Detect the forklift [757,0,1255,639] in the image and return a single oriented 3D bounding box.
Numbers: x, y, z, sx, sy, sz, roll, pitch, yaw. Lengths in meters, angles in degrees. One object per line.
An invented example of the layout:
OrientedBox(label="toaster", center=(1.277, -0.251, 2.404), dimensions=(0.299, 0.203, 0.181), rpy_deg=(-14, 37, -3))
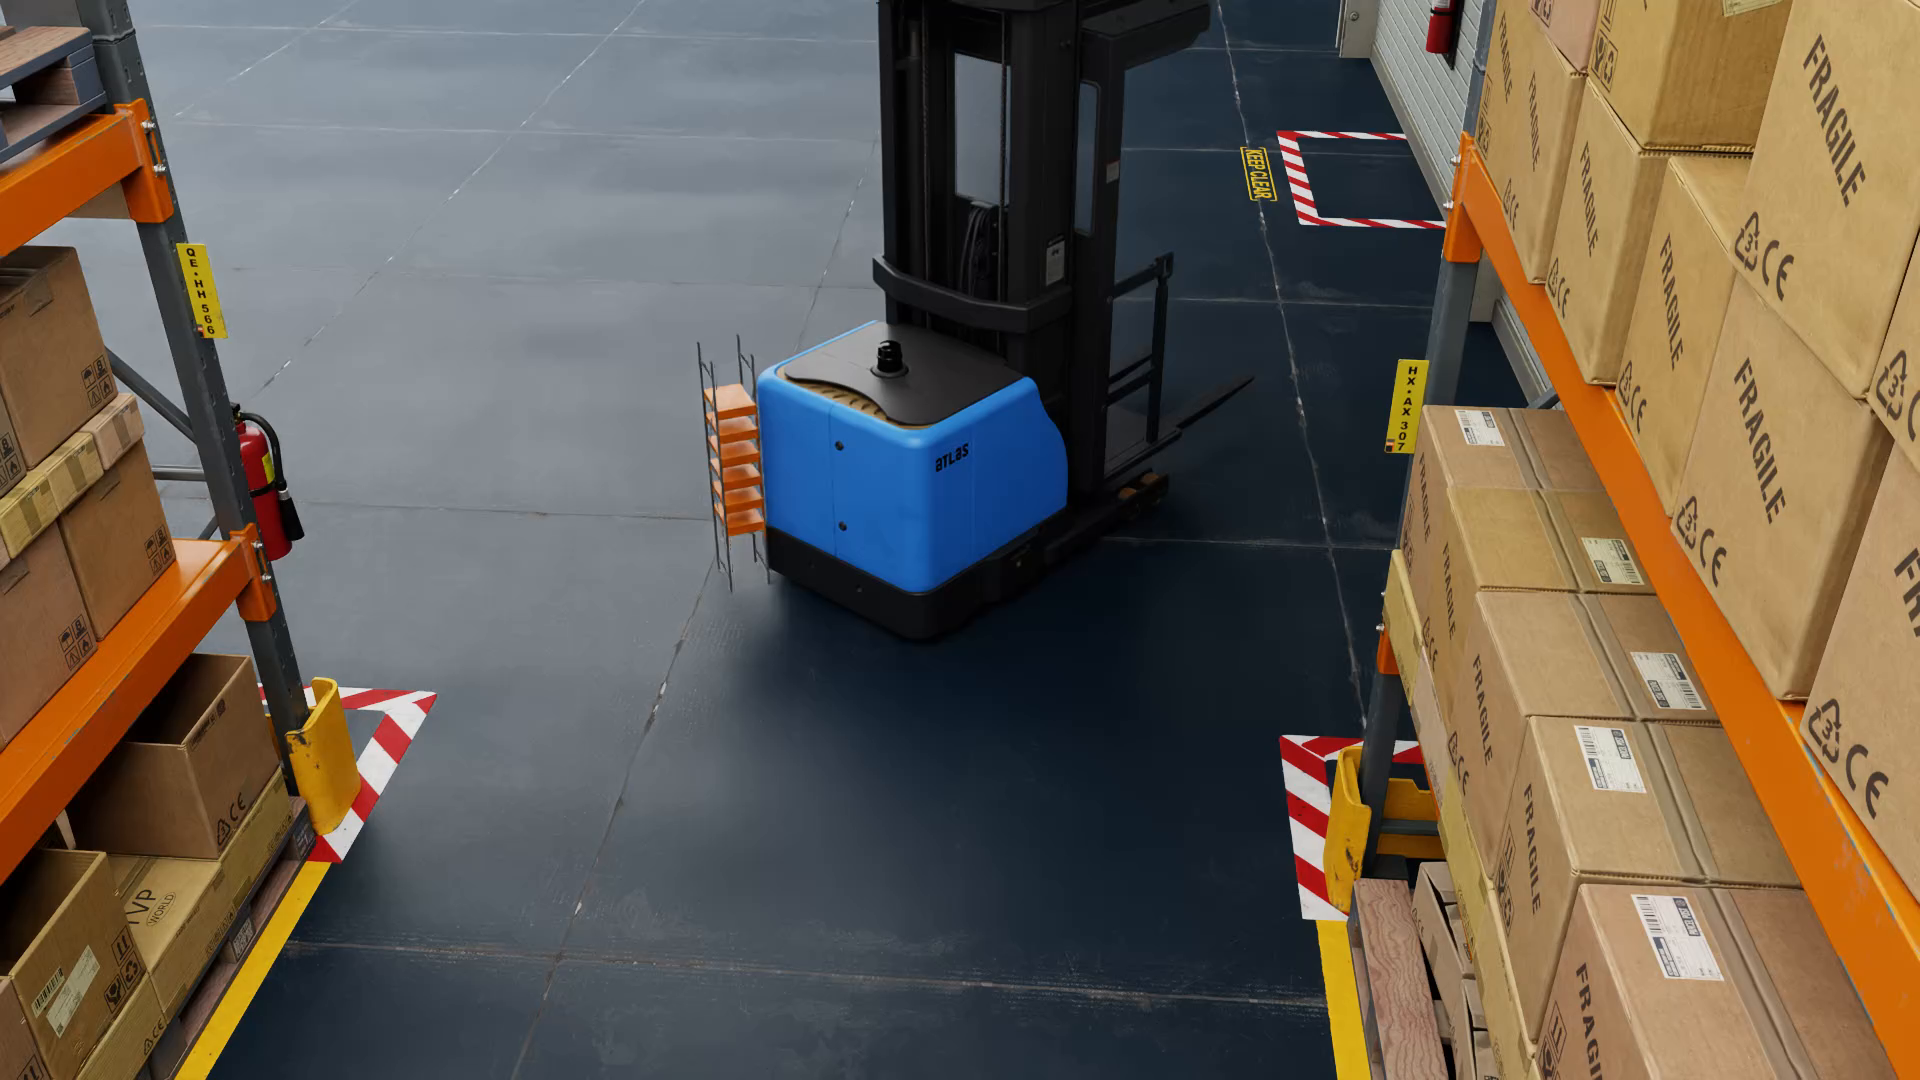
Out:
OrientedBox(label="forklift", center=(0.419, -1.502, 7.894), dimensions=(1.130, 2.935, 3.031), rpy_deg=(24, 39, 34))

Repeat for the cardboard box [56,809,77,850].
OrientedBox(label="cardboard box", center=(-3.250, 1.026, 5.947), dimensions=(0.500, 0.250, 0.500), rpy_deg=(2, 32, 4))

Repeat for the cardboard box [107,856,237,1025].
OrientedBox(label="cardboard box", center=(-2.763, 1.310, 5.486), dimensions=(0.500, 0.250, 0.500), rpy_deg=(2, 32, 4))

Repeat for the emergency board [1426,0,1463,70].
OrientedBox(label="emergency board", center=(3.486, -4.052, 11.966), dimensions=(0.194, 1.169, 0.643), rpy_deg=(2, 32, 4))

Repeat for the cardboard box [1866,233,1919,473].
OrientedBox(label="cardboard box", center=(1.432, -0.251, 1.872), dimensions=(0.500, 0.500, 0.500), rpy_deg=(4, 32, 7))

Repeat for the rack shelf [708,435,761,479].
OrientedBox(label="rack shelf", center=(-1.035, -0.397, 7.605), dimensions=(0.180, 0.103, 0.258), rpy_deg=(-12, 33, -19))

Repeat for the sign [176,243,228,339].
OrientedBox(label="sign", center=(-2.445, -0.800, 5.360), dimensions=(0.100, 0.325, 0.005), rpy_deg=(2, 32, 4))

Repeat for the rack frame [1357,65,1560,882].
OrientedBox(label="rack frame", center=(1.953, -0.027, 5.435), dimensions=(1.000, 3.000, 0.127), rpy_deg=(2, 32, 4))

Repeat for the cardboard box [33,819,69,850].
OrientedBox(label="cardboard box", center=(-3.289, 0.968, 5.326), dimensions=(0.500, 0.500, 0.500), rpy_deg=(2, 32, 4))

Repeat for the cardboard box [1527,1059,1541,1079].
OrientedBox(label="cardboard box", center=(1.438, 1.335, 3.348), dimensions=(0.500, 0.250, 0.500), rpy_deg=(2, 32, 4))

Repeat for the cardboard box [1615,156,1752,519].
OrientedBox(label="cardboard box", center=(1.536, -0.359, 3.000), dimensions=(0.500, 0.500, 0.500), rpy_deg=(4, 32, 7))

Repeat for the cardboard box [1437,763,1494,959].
OrientedBox(label="cardboard box", center=(1.521, 0.808, 4.204), dimensions=(0.500, 0.250, 0.500), rpy_deg=(2, 32, 3))

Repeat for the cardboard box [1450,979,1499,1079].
OrientedBox(label="cardboard box", center=(1.760, 1.586, 4.960), dimensions=(0.500, 0.311, 0.500), rpy_deg=(5, 32, 8))

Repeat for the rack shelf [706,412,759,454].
OrientedBox(label="rack shelf", center=(-1.035, -0.500, 7.543), dimensions=(0.180, 0.103, 0.258), rpy_deg=(-12, 33, -19))

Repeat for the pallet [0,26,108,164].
OrientedBox(label="pallet", center=(-3.068, -1.108, 4.413), dimensions=(1.003, 0.211, 1.213), rpy_deg=(2, 32, 4))

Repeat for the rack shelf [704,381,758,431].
OrientedBox(label="rack shelf", center=(-1.035, -0.602, 7.480), dimensions=(0.180, 0.103, 0.258), rpy_deg=(-12, 33, -19))

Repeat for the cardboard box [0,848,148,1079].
OrientedBox(label="cardboard box", center=(-2.799, 1.252, 4.864), dimensions=(0.500, 0.500, 0.500), rpy_deg=(2, 32, 4))

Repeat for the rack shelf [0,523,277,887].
OrientedBox(label="rack shelf", center=(-3.148, 1.115, 4.267), dimensions=(1.077, 0.370, 4.000), rpy_deg=(2, 32, 4))

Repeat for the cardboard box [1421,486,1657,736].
OrientedBox(label="cardboard box", center=(1.564, 0.204, 4.469), dimensions=(0.500, 0.500, 0.500), rpy_deg=(3, 32, 4))

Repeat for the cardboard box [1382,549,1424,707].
OrientedBox(label="cardboard box", center=(1.597, 0.270, 5.077), dimensions=(0.500, 0.250, 0.500), rpy_deg=(2, 32, 3))

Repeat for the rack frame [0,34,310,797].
OrientedBox(label="rack frame", center=(-2.985, -0.237, 5.775), dimensions=(1.000, 3.000, 0.127), rpy_deg=(2, 32, 4))

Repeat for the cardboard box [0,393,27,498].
OrientedBox(label="cardboard box", center=(-3.077, -0.285, 4.522), dimensions=(0.700, 0.500, 0.500), rpy_deg=(2, 32, 3))

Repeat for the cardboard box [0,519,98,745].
OrientedBox(label="cardboard box", center=(-3.073, 0.239, 4.908), dimensions=(0.700, 0.500, 0.500), rpy_deg=(3, 32, 5))

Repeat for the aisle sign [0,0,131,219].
OrientedBox(label="aisle sign", center=(-2.687, -1.365, 5.129), dimensions=(0.394, 0.787, 0.004), rpy_deg=(2, 32, 4))

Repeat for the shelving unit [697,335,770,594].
OrientedBox(label="shelving unit", center=(-1.035, -0.333, 7.644), dimensions=(0.189, 1.200, 0.258), rpy_deg=(-12, 33, -19))

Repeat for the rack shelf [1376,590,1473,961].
OrientedBox(label="rack shelf", center=(1.790, 1.325, 3.927), dimensions=(1.077, 0.370, 4.000), rpy_deg=(2, 32, 4))

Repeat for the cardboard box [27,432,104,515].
OrientedBox(label="cardboard box", center=(-2.846, -0.211, 5.019), dimensions=(0.380, 0.149, 0.250), rpy_deg=(3, 32, 5))

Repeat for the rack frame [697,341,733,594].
OrientedBox(label="rack frame", center=(-1.119, -0.314, 7.614), dimensions=(0.006, 1.200, 0.240), rpy_deg=(-12, 33, -19))

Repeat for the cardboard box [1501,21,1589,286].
OrientedBox(label="cardboard box", center=(1.597, -0.912, 3.897), dimensions=(0.500, 0.500, 0.500), rpy_deg=(4, 32, 7))

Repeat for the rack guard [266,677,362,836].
OrientedBox(label="rack guard", center=(-2.983, 0.815, 6.451), dimensions=(1.175, 0.500, 0.348), rpy_deg=(2, 32, 4))

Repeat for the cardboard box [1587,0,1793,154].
OrientedBox(label="cardboard box", center=(1.558, -1.061, 3.186), dimensions=(0.500, 0.500, 0.500), rpy_deg=(3, 32, 5))

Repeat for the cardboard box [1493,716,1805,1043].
OrientedBox(label="cardboard box", center=(1.486, 0.744, 3.593), dimensions=(0.500, 0.500, 0.500), rpy_deg=(3, 32, 6))

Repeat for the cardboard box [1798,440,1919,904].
OrientedBox(label="cardboard box", center=(1.476, 0.198, 2.096), dimensions=(0.500, 0.500, 0.500), rpy_deg=(0, 32, 0))

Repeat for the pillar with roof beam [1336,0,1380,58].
OrientedBox(label="pillar with roof beam", center=(-0.556, -8.637, 13.687), dimensions=(9.100, 9.000, 0.400), rpy_deg=(2, 32, 4))

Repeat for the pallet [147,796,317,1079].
OrientedBox(label="pallet", center=(-3.005, 1.352, 5.855), dimensions=(1.003, 0.211, 1.213), rpy_deg=(2, 32, 4))

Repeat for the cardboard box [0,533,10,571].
OrientedBox(label="cardboard box", center=(-2.889, 0.055, 4.589), dimensions=(0.380, 0.149, 0.250), rpy_deg=(3, 32, 5))
